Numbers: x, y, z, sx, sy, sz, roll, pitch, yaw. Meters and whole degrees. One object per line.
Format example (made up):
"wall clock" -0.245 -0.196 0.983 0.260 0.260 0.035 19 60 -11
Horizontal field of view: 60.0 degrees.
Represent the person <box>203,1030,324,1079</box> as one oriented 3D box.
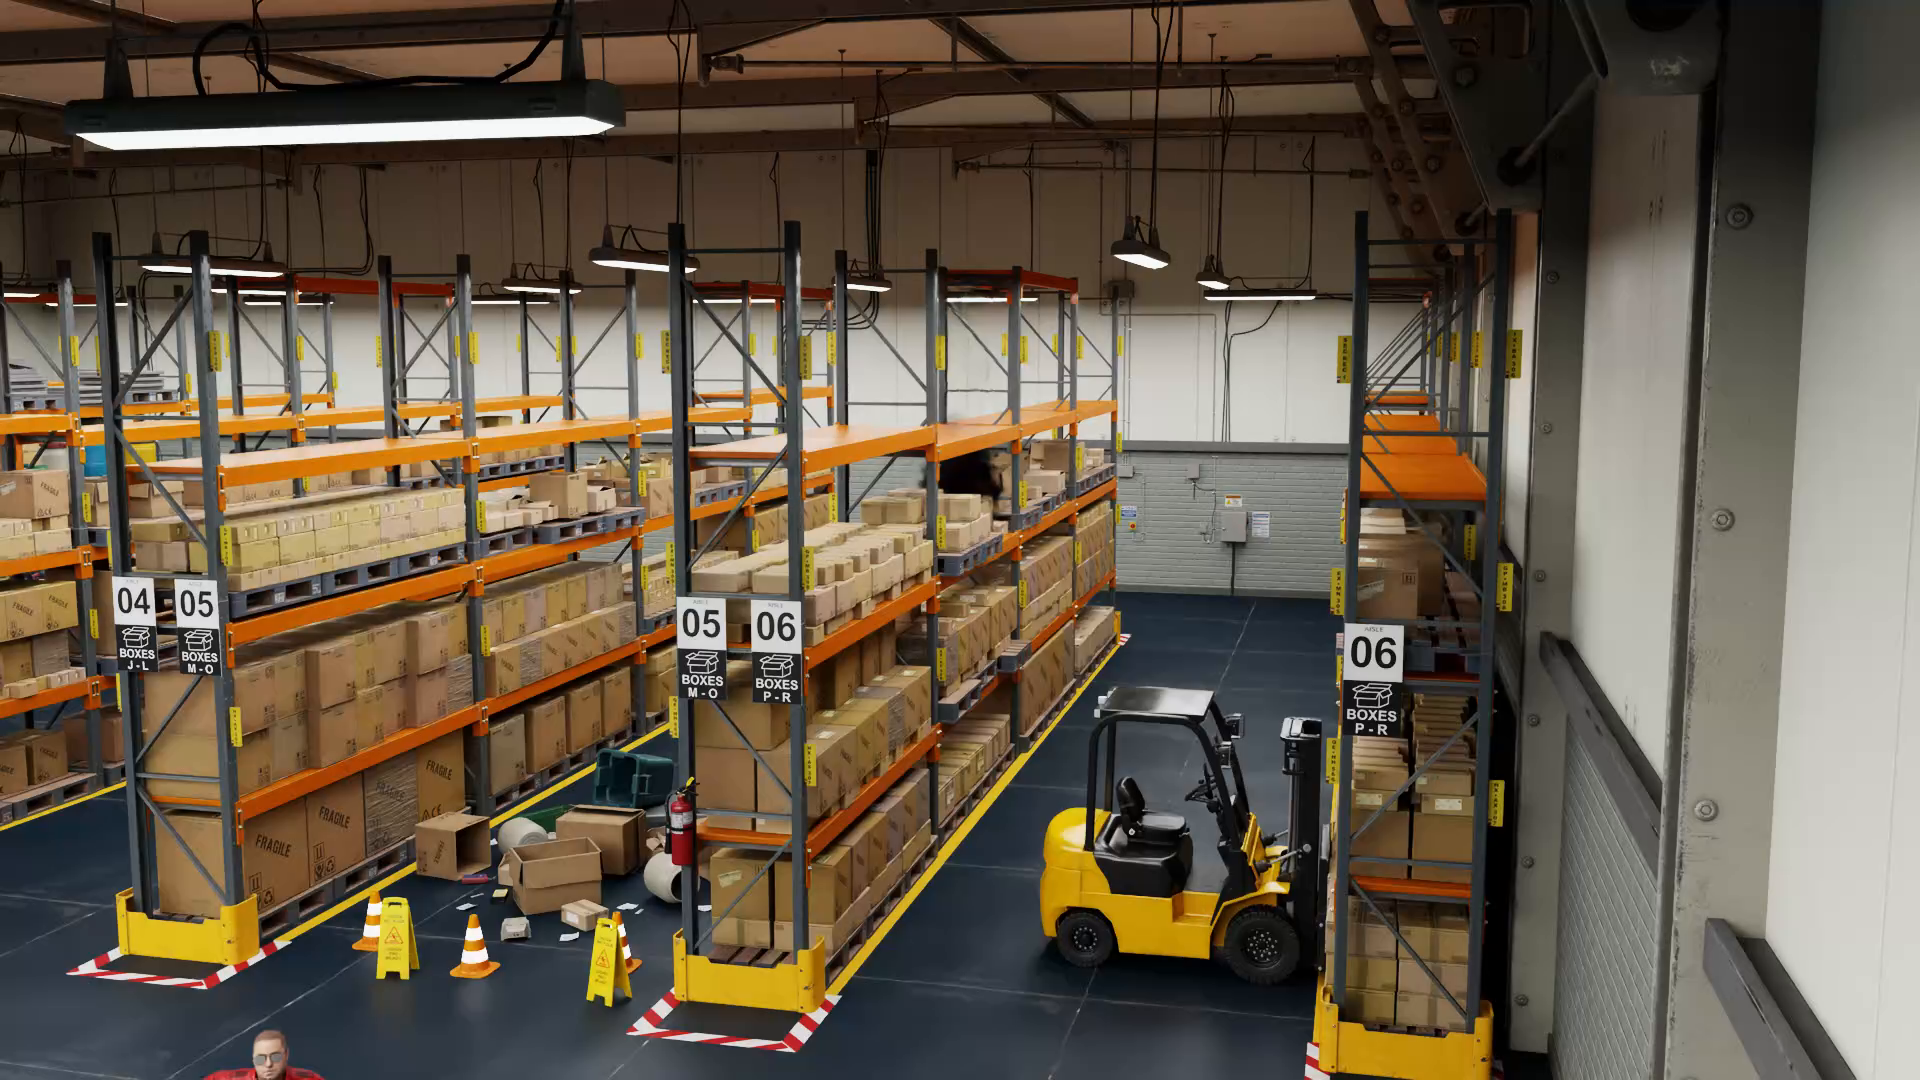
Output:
"person" -3.525 3.293 8.455 0.700 1.678 0.784 -3 8 -22
